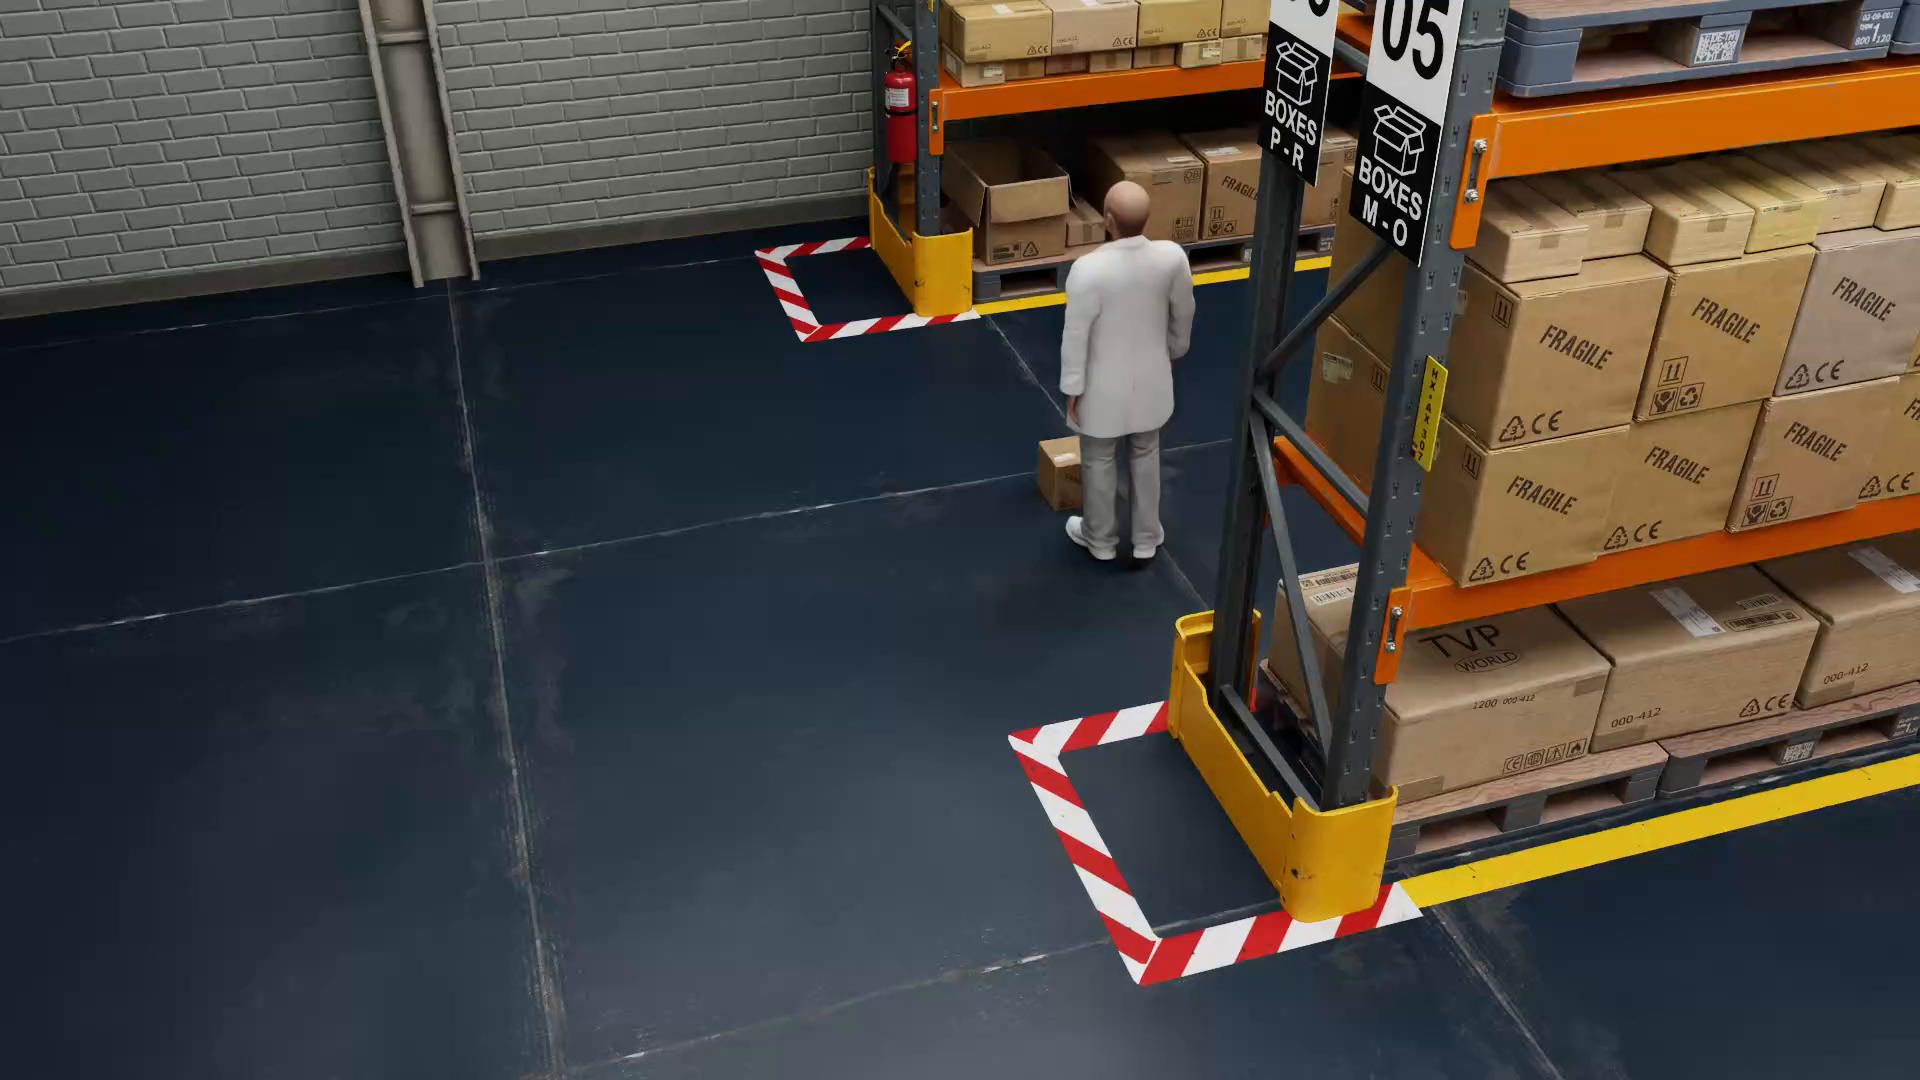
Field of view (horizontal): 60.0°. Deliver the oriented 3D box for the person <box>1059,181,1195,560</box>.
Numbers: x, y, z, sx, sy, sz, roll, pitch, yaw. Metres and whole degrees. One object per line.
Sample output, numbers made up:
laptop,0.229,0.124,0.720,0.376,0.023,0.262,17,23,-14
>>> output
person,0.703,-0.722,7.218,0.645,1.802,0.442,-10,35,-15
